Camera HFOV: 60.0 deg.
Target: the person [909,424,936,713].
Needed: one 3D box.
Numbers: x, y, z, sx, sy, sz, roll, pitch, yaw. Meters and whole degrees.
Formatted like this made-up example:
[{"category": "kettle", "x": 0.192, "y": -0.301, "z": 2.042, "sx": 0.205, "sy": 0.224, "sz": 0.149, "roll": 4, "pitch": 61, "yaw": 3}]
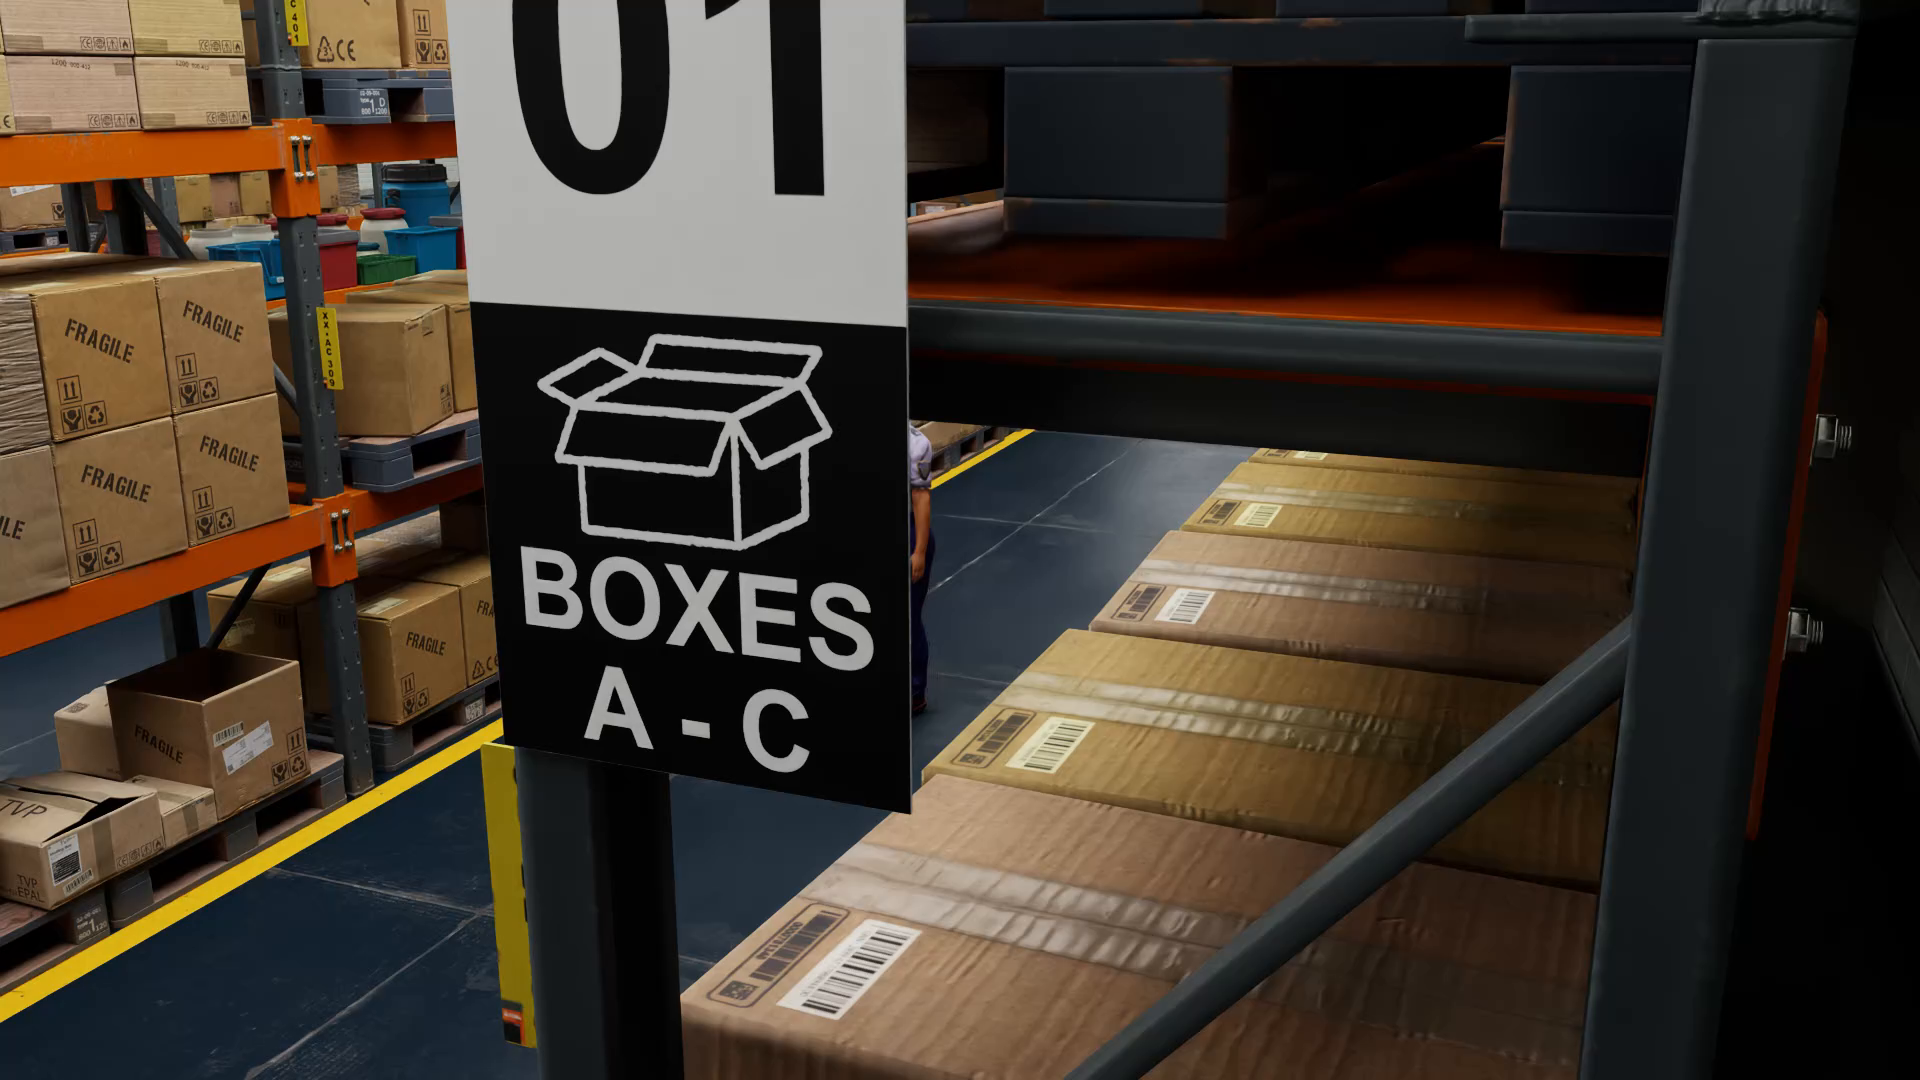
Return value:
[{"category": "person", "x": -0.353, "y": 0.021, "z": 7.968, "sx": 0.392, "sy": 1.665, "sz": 0.610, "roll": -13, "pitch": 20, "yaw": -40}]
